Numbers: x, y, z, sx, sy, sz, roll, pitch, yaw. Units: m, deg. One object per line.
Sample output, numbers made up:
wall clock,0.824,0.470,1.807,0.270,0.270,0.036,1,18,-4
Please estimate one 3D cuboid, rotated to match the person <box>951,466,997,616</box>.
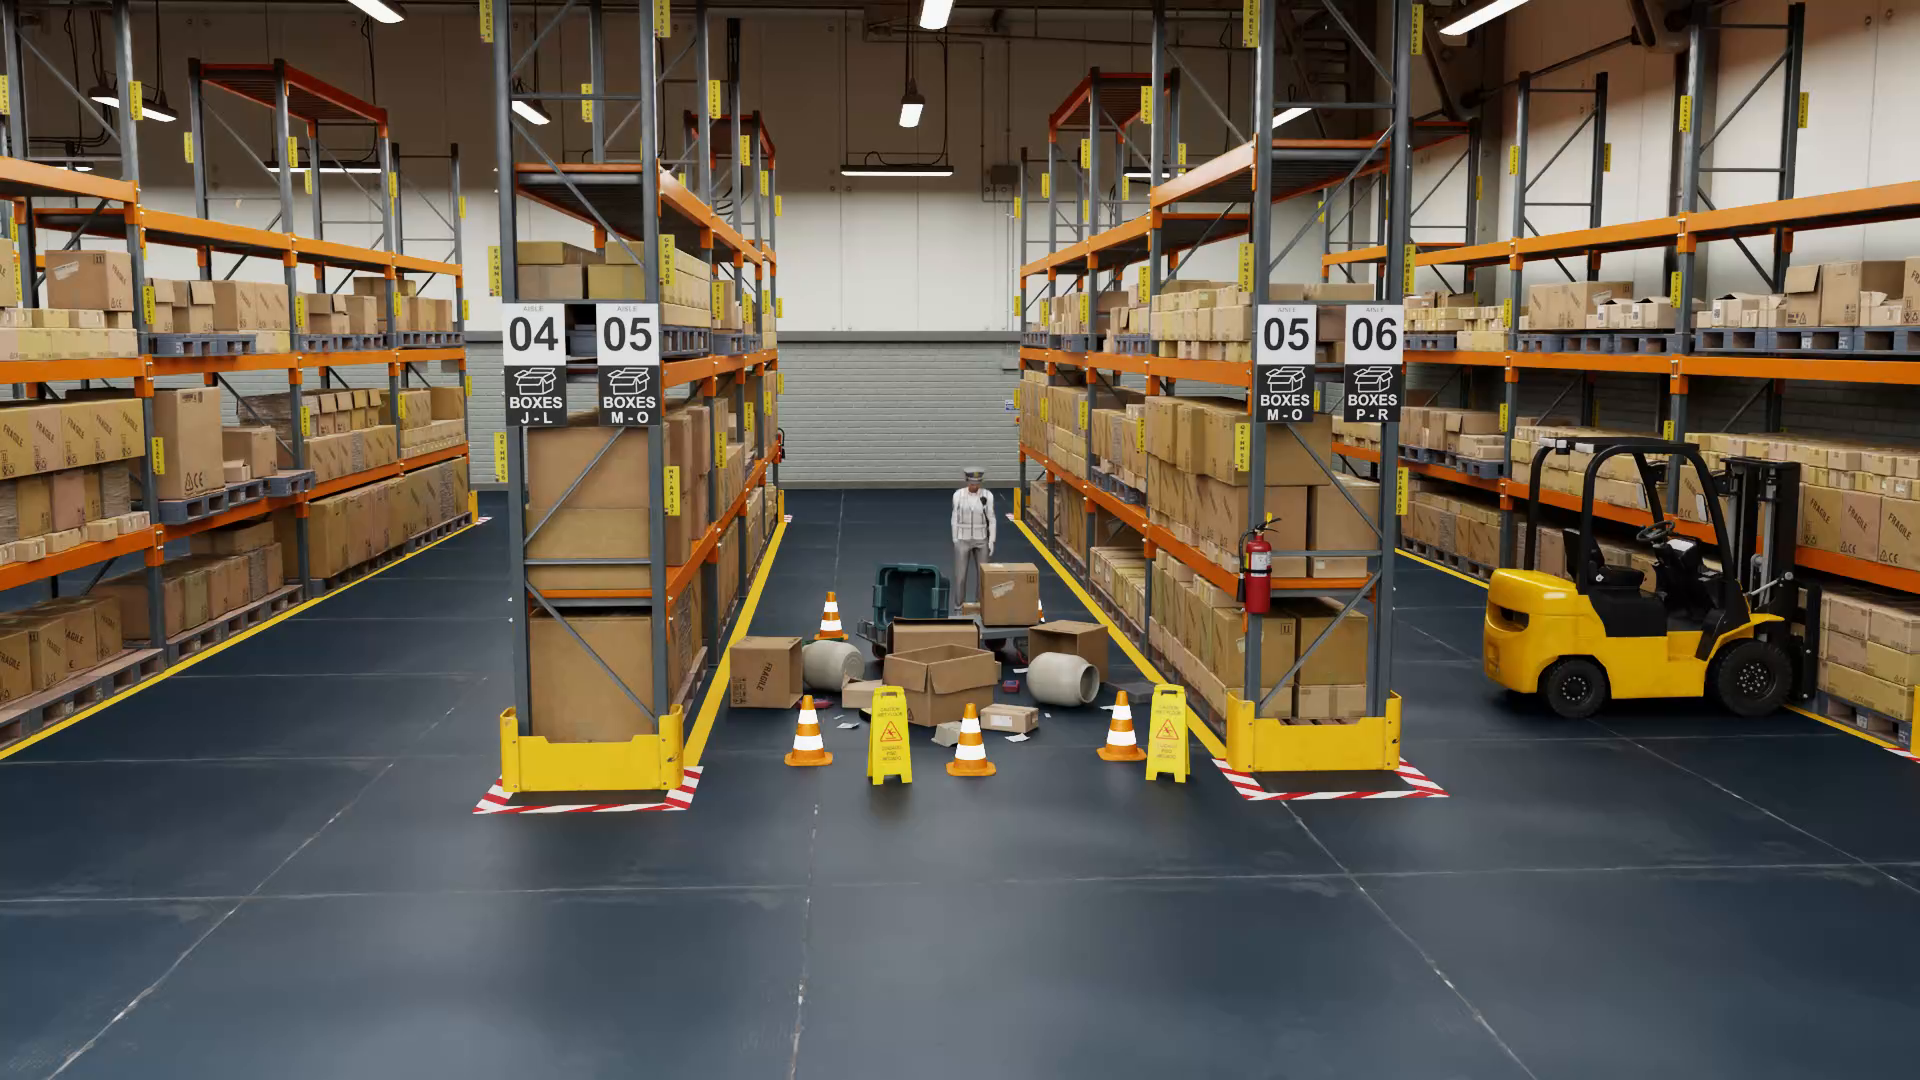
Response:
person,0.148,0.048,17.476,0.488,1.647,0.396,0,7,-2
